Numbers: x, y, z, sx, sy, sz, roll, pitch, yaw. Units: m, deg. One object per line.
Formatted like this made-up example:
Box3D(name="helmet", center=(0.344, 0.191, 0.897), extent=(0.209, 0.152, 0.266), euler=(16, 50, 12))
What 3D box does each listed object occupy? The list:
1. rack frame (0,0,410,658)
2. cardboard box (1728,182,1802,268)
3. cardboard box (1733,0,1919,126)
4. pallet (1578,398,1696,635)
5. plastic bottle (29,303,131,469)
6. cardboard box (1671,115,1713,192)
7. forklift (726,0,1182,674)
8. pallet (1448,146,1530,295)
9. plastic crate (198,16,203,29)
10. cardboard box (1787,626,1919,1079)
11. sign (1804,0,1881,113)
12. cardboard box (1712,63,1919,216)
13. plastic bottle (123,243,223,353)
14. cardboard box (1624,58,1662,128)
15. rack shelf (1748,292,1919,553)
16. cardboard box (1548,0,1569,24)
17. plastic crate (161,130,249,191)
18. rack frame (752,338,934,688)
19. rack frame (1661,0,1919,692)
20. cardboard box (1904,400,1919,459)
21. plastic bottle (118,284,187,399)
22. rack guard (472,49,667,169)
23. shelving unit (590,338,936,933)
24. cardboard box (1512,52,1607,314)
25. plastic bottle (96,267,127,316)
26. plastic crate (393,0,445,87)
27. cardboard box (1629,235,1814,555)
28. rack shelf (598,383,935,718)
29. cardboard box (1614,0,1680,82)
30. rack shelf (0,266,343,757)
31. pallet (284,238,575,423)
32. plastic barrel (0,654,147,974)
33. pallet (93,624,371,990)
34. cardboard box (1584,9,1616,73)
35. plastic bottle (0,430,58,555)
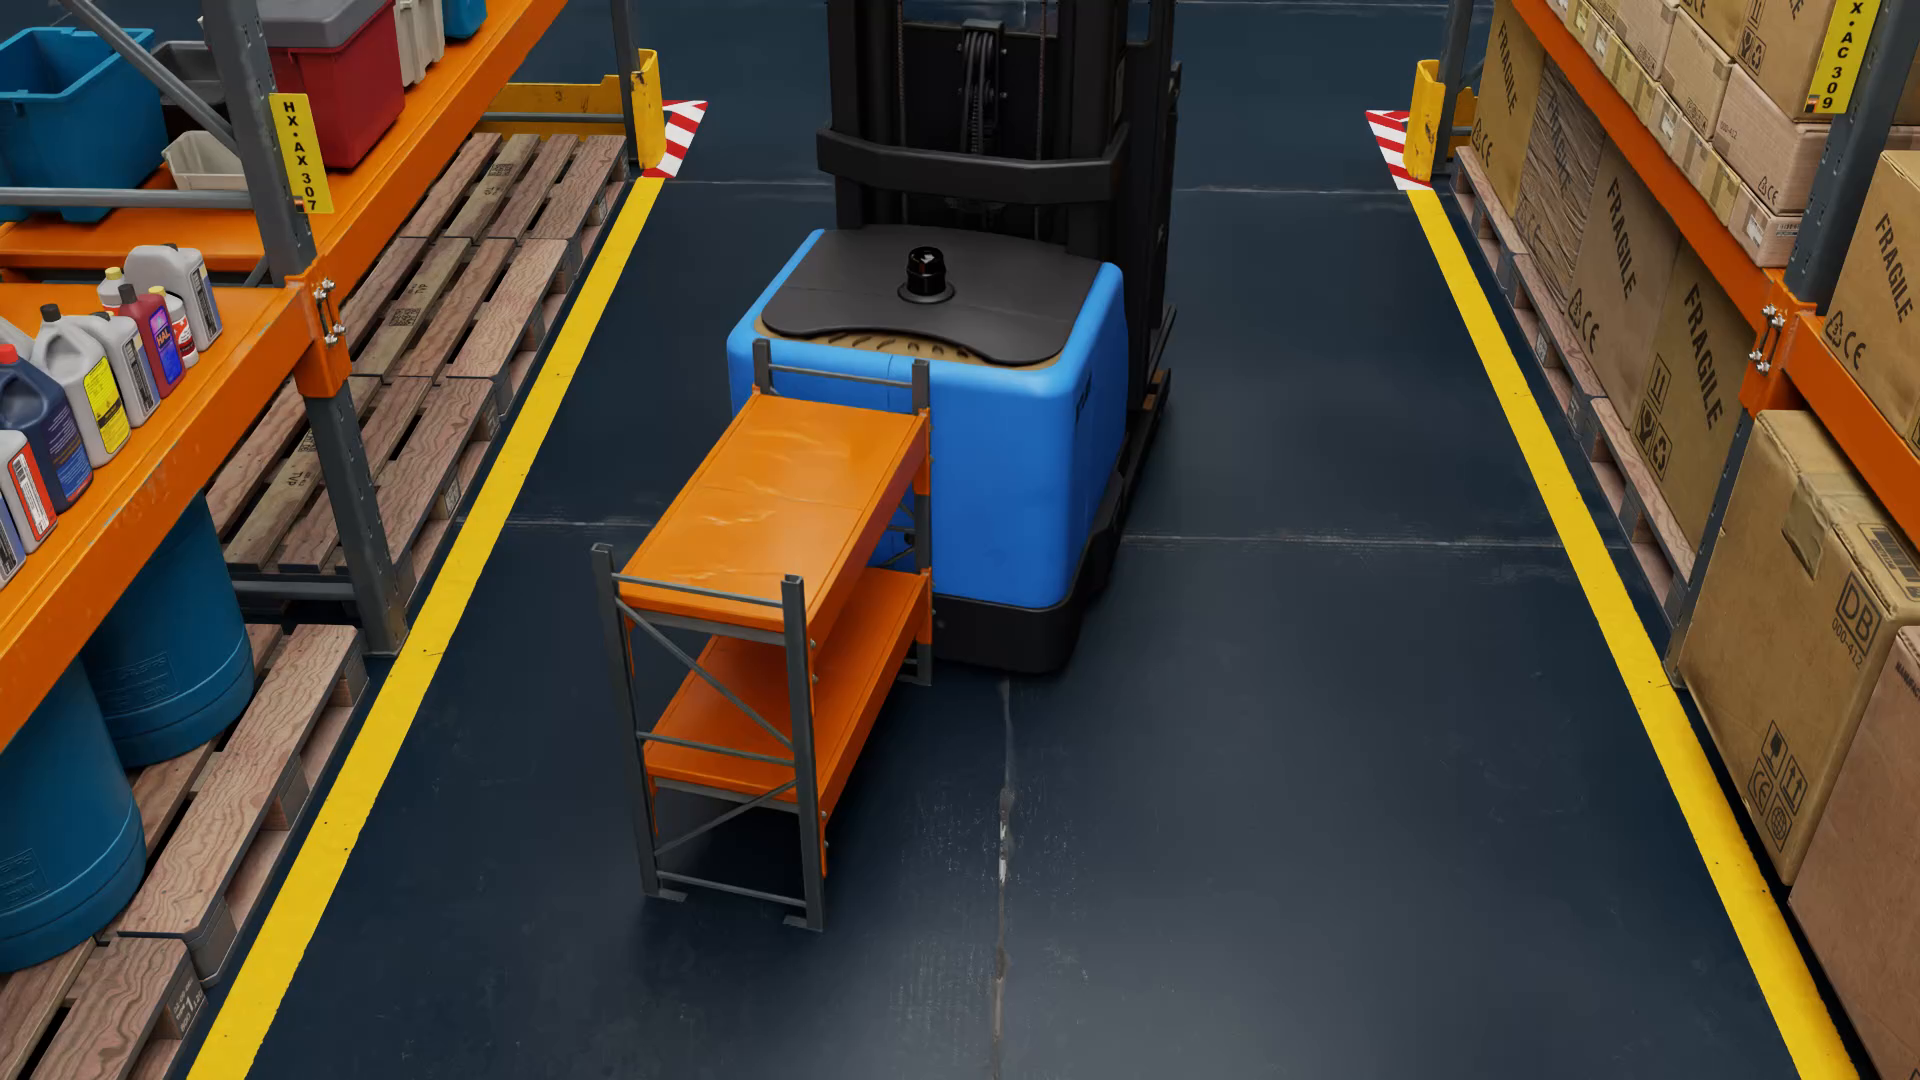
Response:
Box3D(name="rack frame", center=(-2.262, -0.903, 4.427), extent=(1.000, 3.000, 0.127), euler=(1, 35, 2))
Box3D(name="cardboard box", center=(2.372, -0.869, 4.596), extent=(0.380, 0.149, 0.250), euler=(2, 35, 2))
Box3D(name="cardboard box", center=(2.438, -1.426, 4.390), extent=(0.500, 0.500, 0.500), euler=(2, 35, 3))
Box3D(name="pallet", center=(2.795, -0.083, 5.685), extent=(1.003, 0.211, 1.213), euler=(1, 35, 2))
Box3D(name="plastic bottle", center=(-1.972, -0.347, 3.679), extent=(0.144, 0.351, 0.185), euler=(1, 35, 2))
Box3D(name="cardboard box", center=(2.392, -1.164, 5.016), extent=(0.380, 0.149, 0.250), euler=(1, 35, 1))
Box3D(name="forklift", center=(0.193, -1.639, 5.533), extent=(1.130, 2.935, 3.031), euler=(9, 36, 12))
Box3D(name="pallet", center=(2.893, -1.485, 7.679), extent=(1.003, 0.211, 1.213), euler=(1, 35, 2))
Box3D(name="plastic crate", center=(-2.493, -1.827, 5.919), extent=(0.293, 0.136, 0.466), euler=(1, 35, 2))
Box3D(name="cardboard box", center=(2.646, 0.790, 3.500), extent=(1.225, 0.875, 0.875), euler=(0, 35, 0))
Box3D(name="sign", center=(2.132, -1.187, 4.009), extent=(0.100, 0.325, 0.005), euler=(1, 35, 2))
Box3D(name="cardboard box", center=(2.442, -1.109, 4.591), extent=(0.500, 0.250, 0.500), euler=(1, 35, 1))
Box3D(name="plastic bottle", center=(-1.955, -0.619, 4.129), extent=(0.152, 0.276, 0.135), euler=(1, 35, 2))
Box3D(name="cardboard box", center=(2.412, -1.460, 5.437), extent=(0.380, 0.149, 0.250), euler=(2, 35, 3))
Box3D(name="rack shelf", center=(2.606, 0.654, 2.836), extent=(1.077, 0.370, 4.000), euler=(1, 35, 2))
Box3D(name="cardboard box", center=(2.454, -2.049, 6.275), extent=(0.380, 0.149, 0.250), euler=(1, 35, 1))
Box3D(name="plastic crate", center=(-2.101, -1.084, 4.861), extent=(0.396, 0.136, 0.243), euler=(1, 35, 2))
Box3D(name="rack frame", center=(-0.327, -0.053, 4.847), extent=(0.500, 1.125, 0.032), euler=(9, 36, 12))
Box3D(name="rack frame", center=(2.687, -0.789, 4.264), extent=(1.000, 3.000, 0.127), euler=(1, 35, 2))
Box3D(name="cardboard box", center=(2.399, -0.282, 3.456), extent=(0.500, 0.500, 0.500), euler=(1, 35, 2))
Box3D(name="plastic bottle", center=(-1.919, -0.488, 3.937), extent=(0.061, 0.283, 0.133), euler=(1, 35, 2))
Box3D(name="rack guard", center=(-2.114, -2.193, 8.435), extent=(1.175, 0.500, 0.348), euler=(1, 35, 2))
Box3D(name="shelving unit", center=(-0.459, 0.229, 4.446), extent=(0.538, 1.125, 1.048), euler=(9, 36, 12))
Box3D(name="cardboard box", center=(2.865, -1.497, 6.754), extent=(0.875, 0.875, 0.875), euler=(1, 35, 2))
Box3D(name="plastic bottle", center=(-2.081, -0.580, 4.140), extent=(0.097, 0.201, 0.097), euler=(0, 35, 0))
Box3D(name="plastic crate", center=(-2.017, -1.752, 5.686), extent=(0.437, 0.282, 0.530), euler=(1, 35, 2))
Box3D(name="cardboard box", center=(2.793, -0.469, 5.291), extent=(0.875, 0.875, 0.875), euler=(1, 35, 2))
Box3D(name="rack shelf", center=(-0.459, -0.010, 4.277), extent=(0.538, 0.278, 1.000), euler=(9, 36, 12))
Box3D(name="cardboard box", center=(2.481, -1.700, 5.431), extent=(0.500, 0.250, 0.500), euler=(2, 35, 3))
Box3D(name="rack shelf", center=(-2.343, 0.540, 2.998), extent=(1.077, 0.370, 4.000), euler=(1, 35, 2))
Box3D(name="pallet", center=(-2.225, -0.889, 6.831), extent=(1.003, 0.211, 1.213), euler=(1, 35, 2))
Box3D(name="plastic barrel", center=(-2.330, 0.502, 3.886), extent=(0.600, 0.901, 0.708), euler=(1, 35, 2))
Box3D(name="pallet", center=(-2.335, 0.680, 4.599), extent=(1.003, 0.211, 1.213), euler=(1, 35, 2))
Box3D(name="cardboard box", center=(2.434, -1.753, 5.855), extent=(0.380, 0.149, 0.250), euler=(2, 35, 3))
Box3D(name="plastic bottle", center=(-1.990, -0.119, 3.419), extent=(0.152, 0.276, 0.135), euler=(1, 35, 2))
